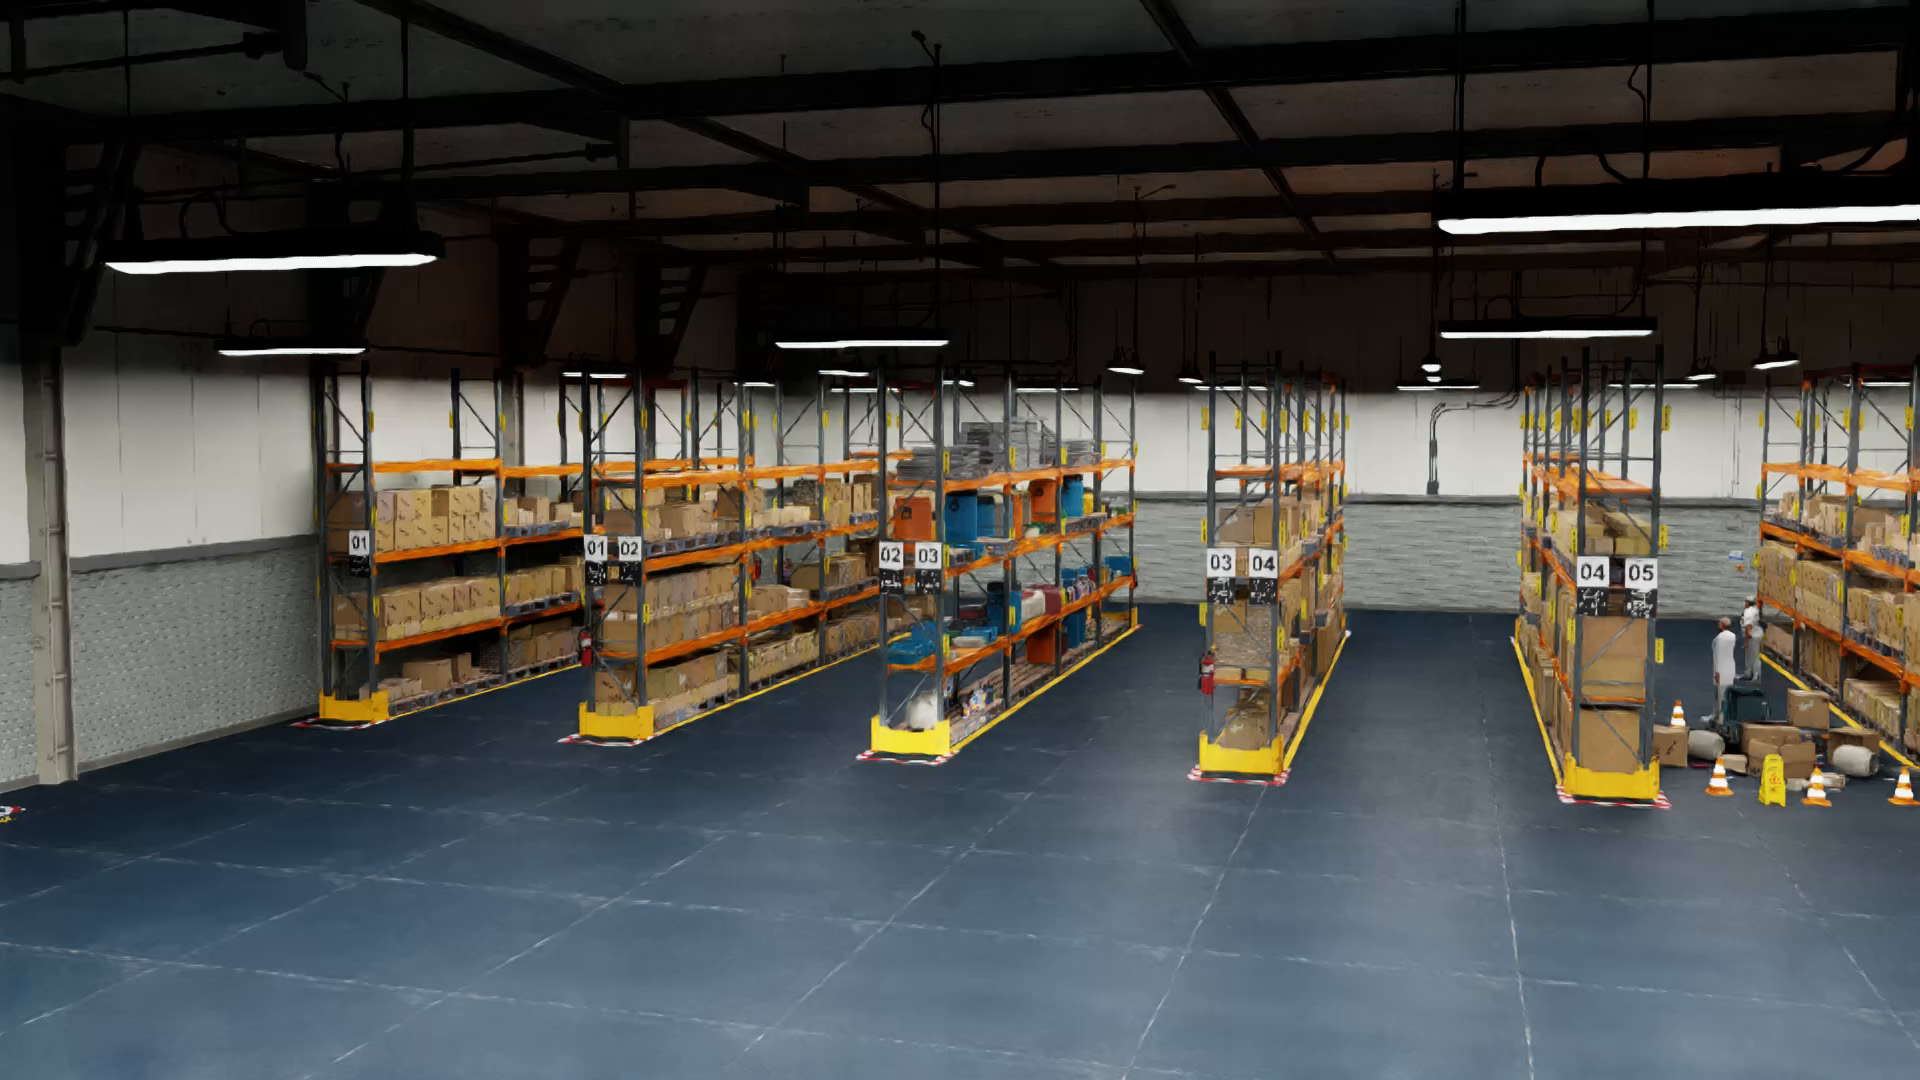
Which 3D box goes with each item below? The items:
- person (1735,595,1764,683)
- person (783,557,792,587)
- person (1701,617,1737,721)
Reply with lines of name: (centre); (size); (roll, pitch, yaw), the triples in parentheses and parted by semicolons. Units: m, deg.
person: (15.152, 1.883, 31.902); (0.540, 1.661, 0.591); (3, 5, 36)
person: (-4.368, 1.206, 42.571); (0.566, 1.526, 0.519); (1, 4, 13)
person: (12.472, 2.147, 27.302); (0.556, 1.781, 0.631); (4, 6, 45)
